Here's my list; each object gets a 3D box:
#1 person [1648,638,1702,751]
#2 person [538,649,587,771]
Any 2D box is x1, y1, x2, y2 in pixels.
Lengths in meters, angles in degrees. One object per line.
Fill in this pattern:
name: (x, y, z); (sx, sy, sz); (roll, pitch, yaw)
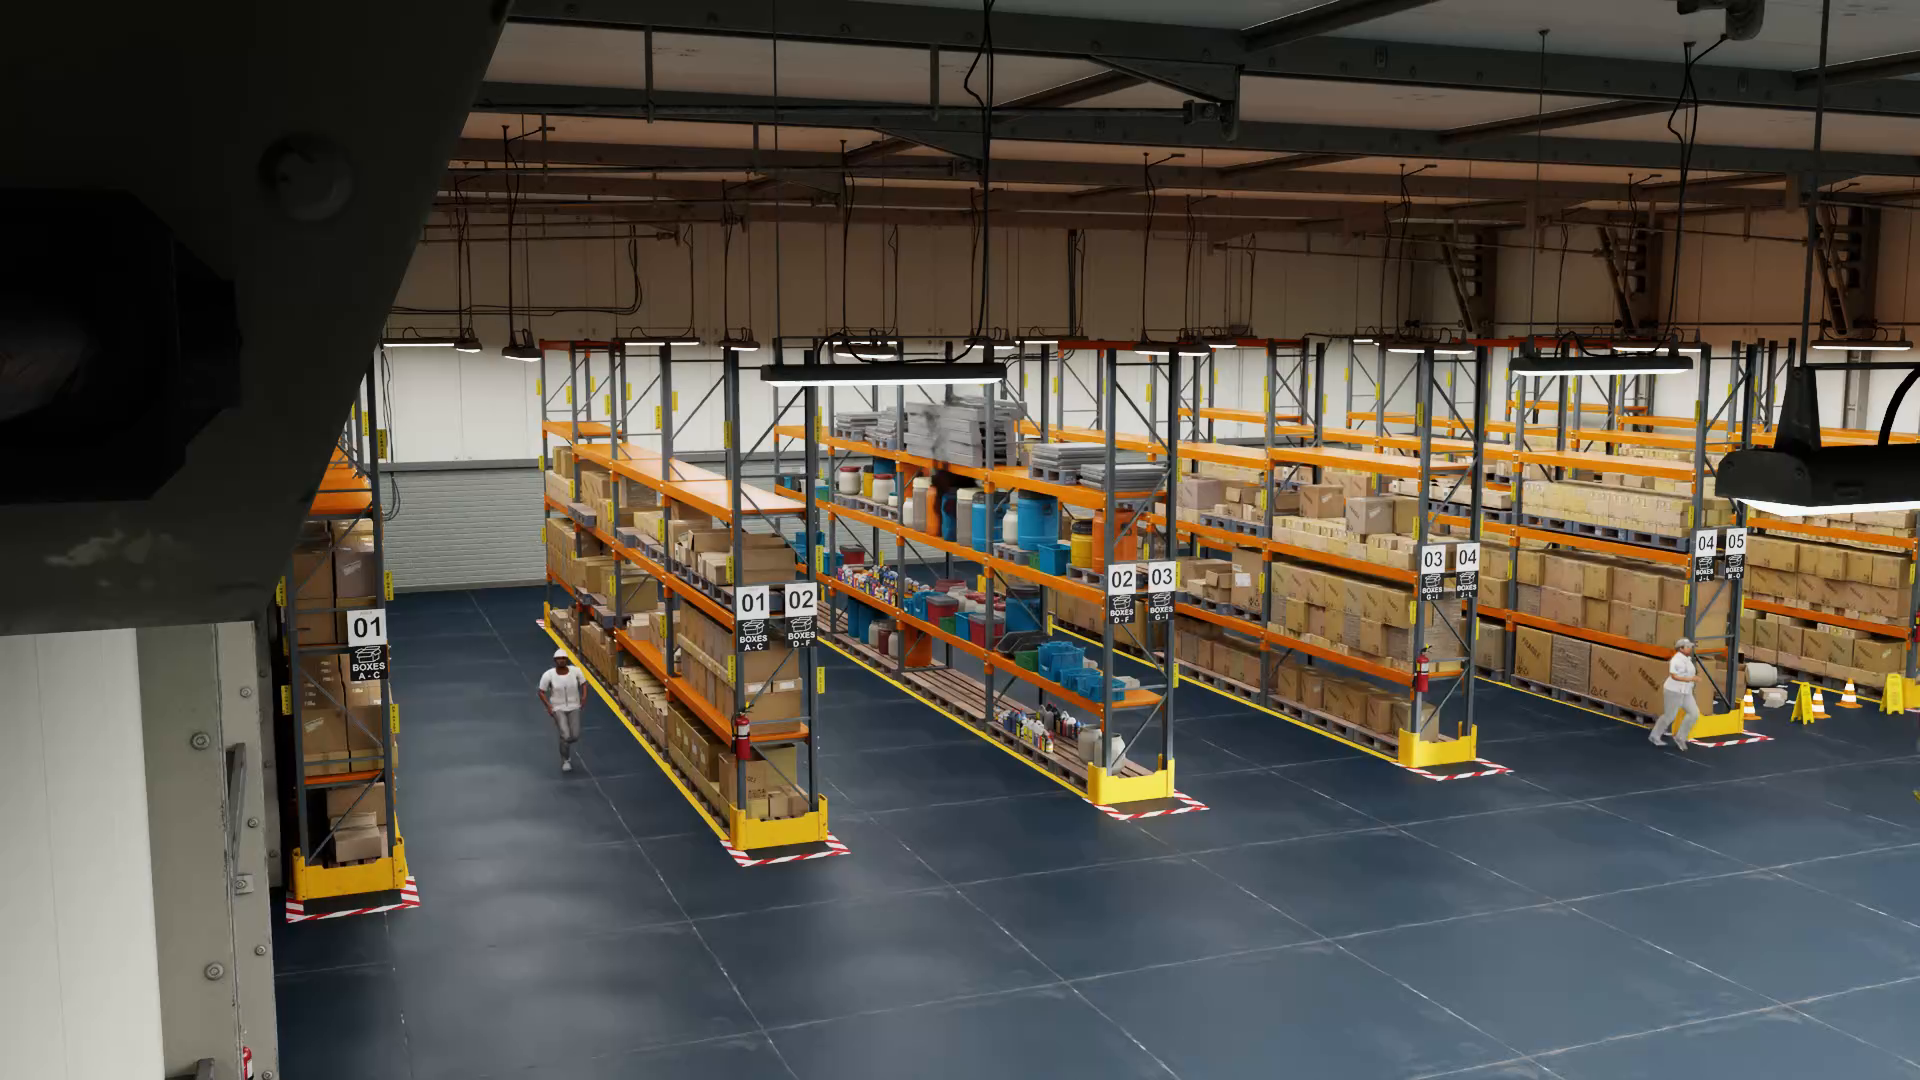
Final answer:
person: (10.713, 2.313, 24.801); (0.606, 1.729, 0.707); (-7, 10, -44)
person: (-5.658, 2.400, 23.758); (0.693, 1.732, 0.561); (-3, 8, -25)
